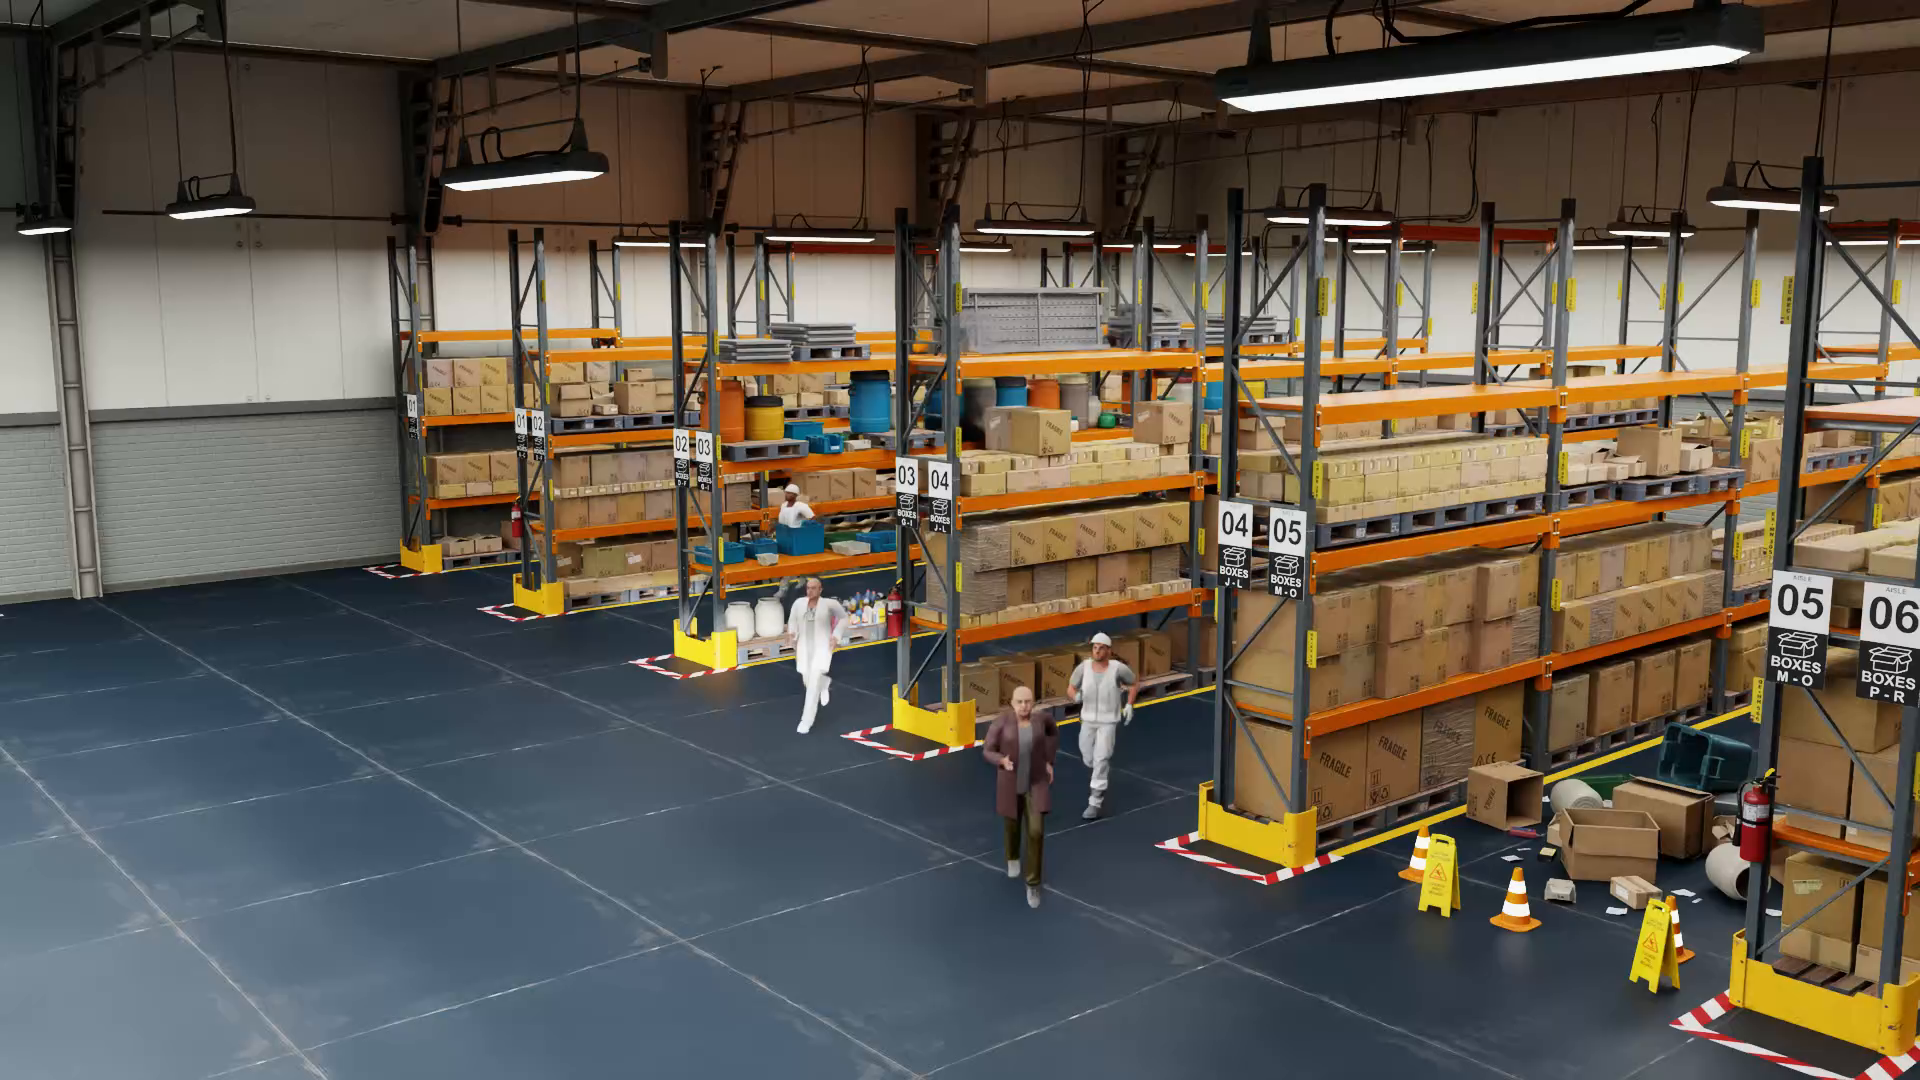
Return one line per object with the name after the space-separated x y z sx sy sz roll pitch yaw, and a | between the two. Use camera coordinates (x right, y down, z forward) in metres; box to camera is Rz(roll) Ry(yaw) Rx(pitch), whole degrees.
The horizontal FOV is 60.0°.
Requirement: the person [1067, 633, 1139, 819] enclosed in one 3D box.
1.384 1.773 16.351 0.668 1.769 0.908 4 9 22 | person

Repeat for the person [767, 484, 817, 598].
-2.670 0.005 26.232 0.712 1.761 0.769 8 12 43 | person

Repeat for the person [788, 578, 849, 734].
-1.690 1.310 19.612 0.720 1.766 1.043 3 9 17 | person

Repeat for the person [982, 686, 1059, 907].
0.521 2.133 14.183 0.661 1.842 0.936 0 9 1 | person
